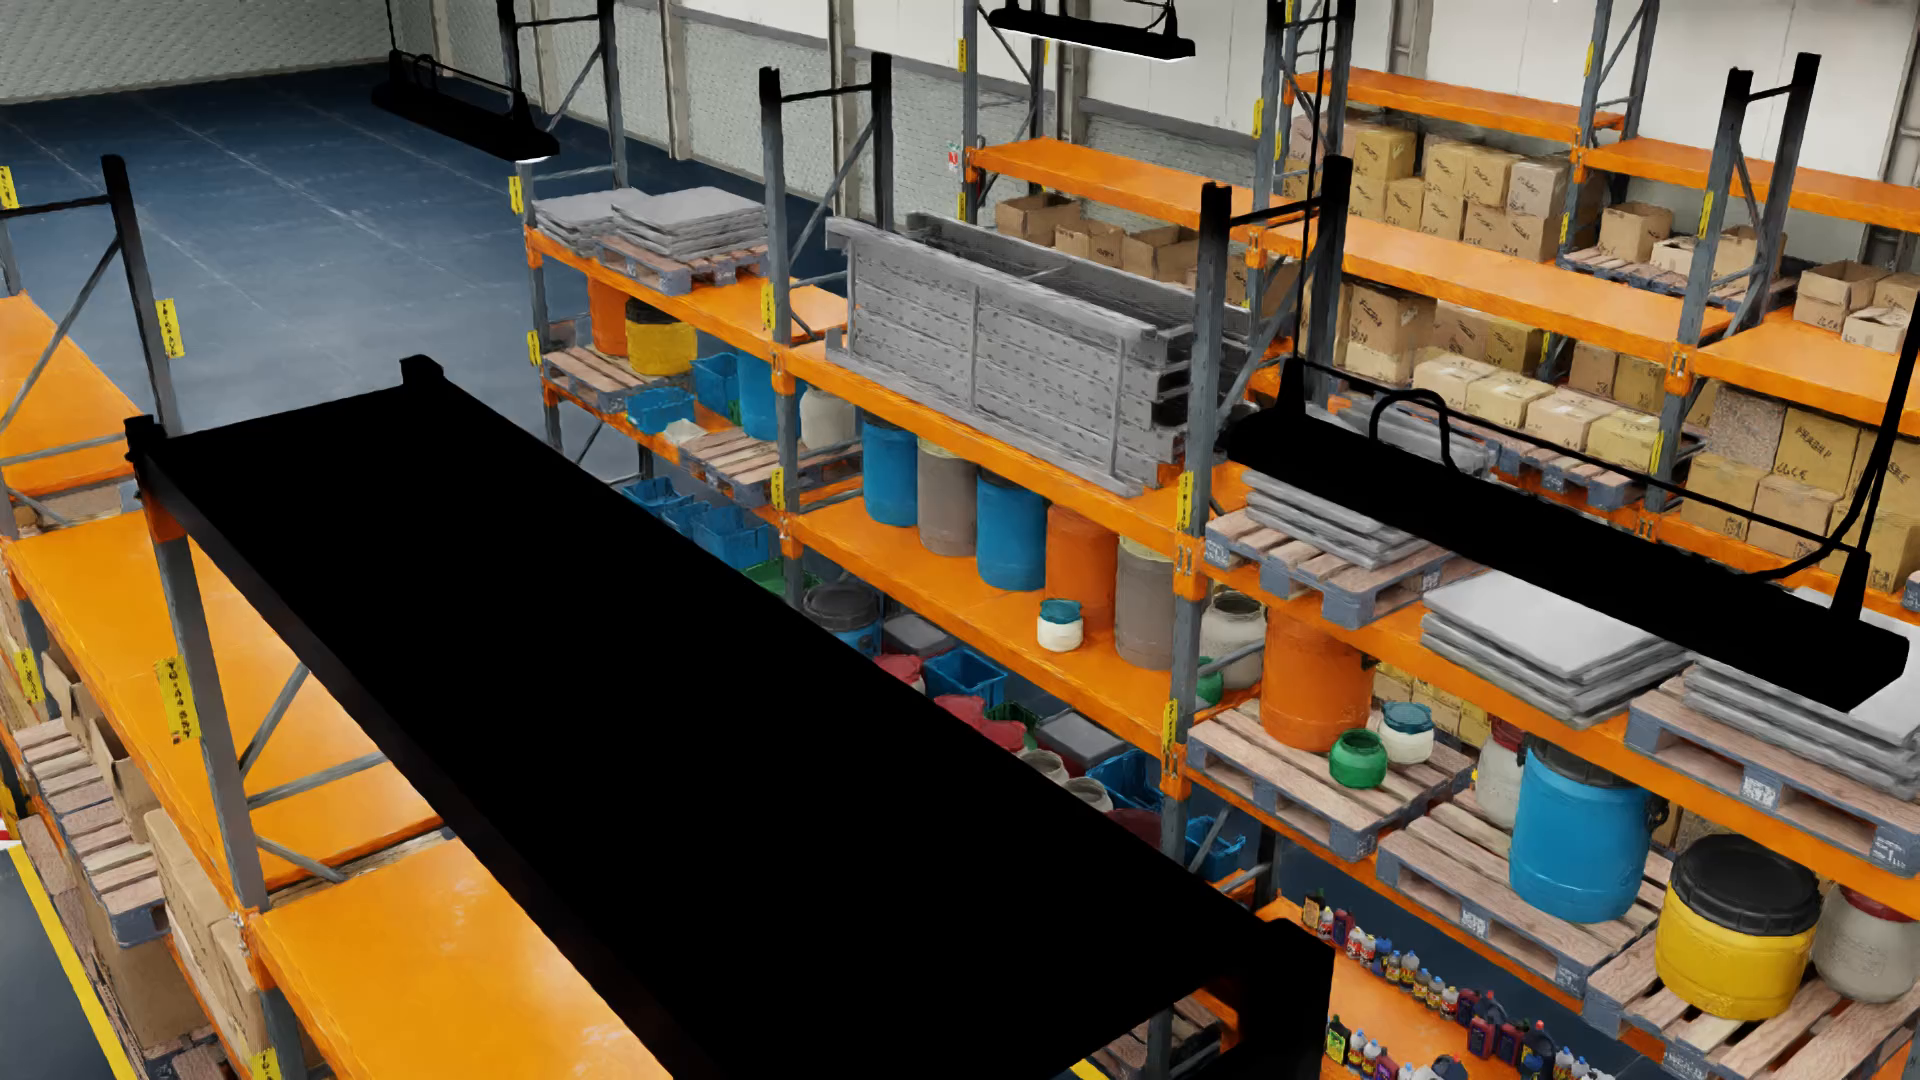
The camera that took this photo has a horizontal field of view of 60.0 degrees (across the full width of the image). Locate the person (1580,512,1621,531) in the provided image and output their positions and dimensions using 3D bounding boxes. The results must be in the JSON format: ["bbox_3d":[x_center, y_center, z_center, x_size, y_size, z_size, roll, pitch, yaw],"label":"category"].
[{"bbox_3d":[6.597,-0.319,17.057,0.814,1.607,0.638,17,30,31],"label":"person"}]
